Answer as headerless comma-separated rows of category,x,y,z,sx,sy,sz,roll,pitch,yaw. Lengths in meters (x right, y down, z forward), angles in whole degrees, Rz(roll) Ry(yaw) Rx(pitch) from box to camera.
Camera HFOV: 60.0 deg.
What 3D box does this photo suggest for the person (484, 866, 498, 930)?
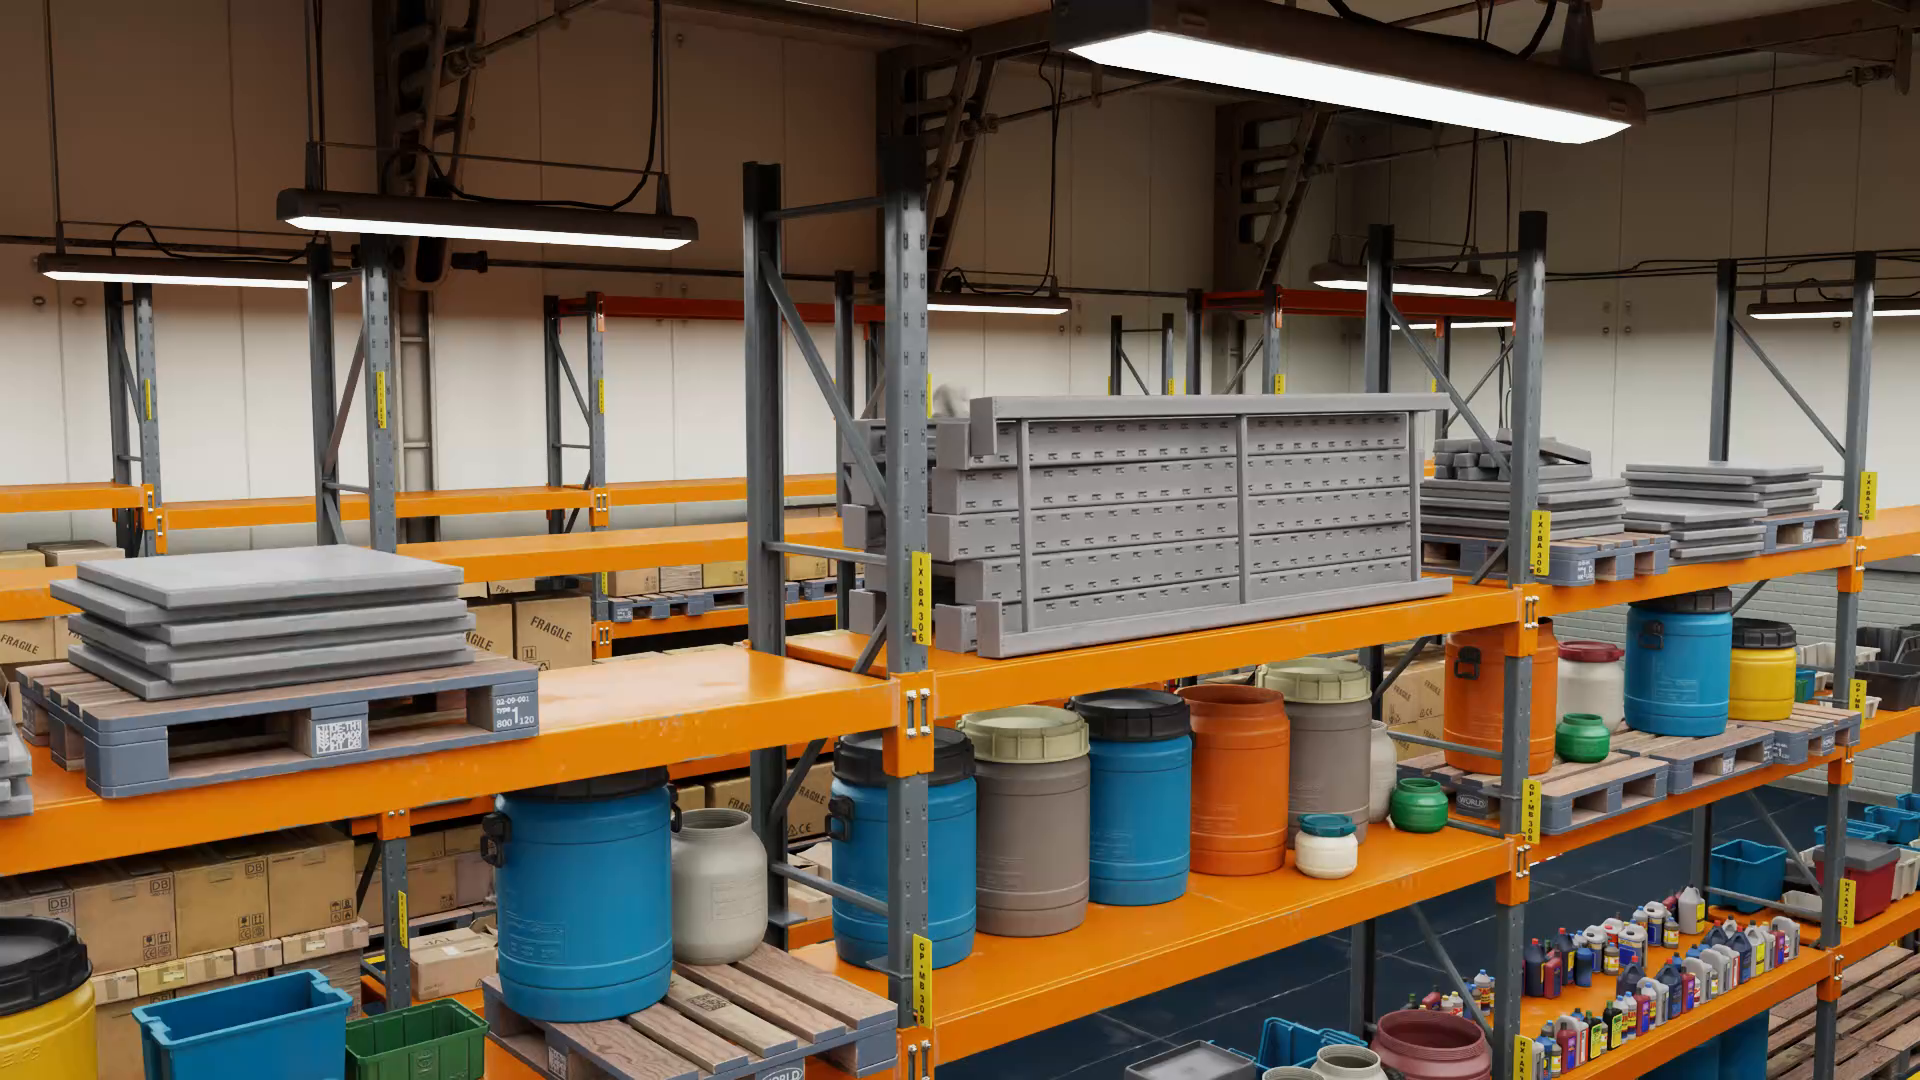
person,-3.472,2.996,13.292,0.597,1.805,0.967,4,7,37
